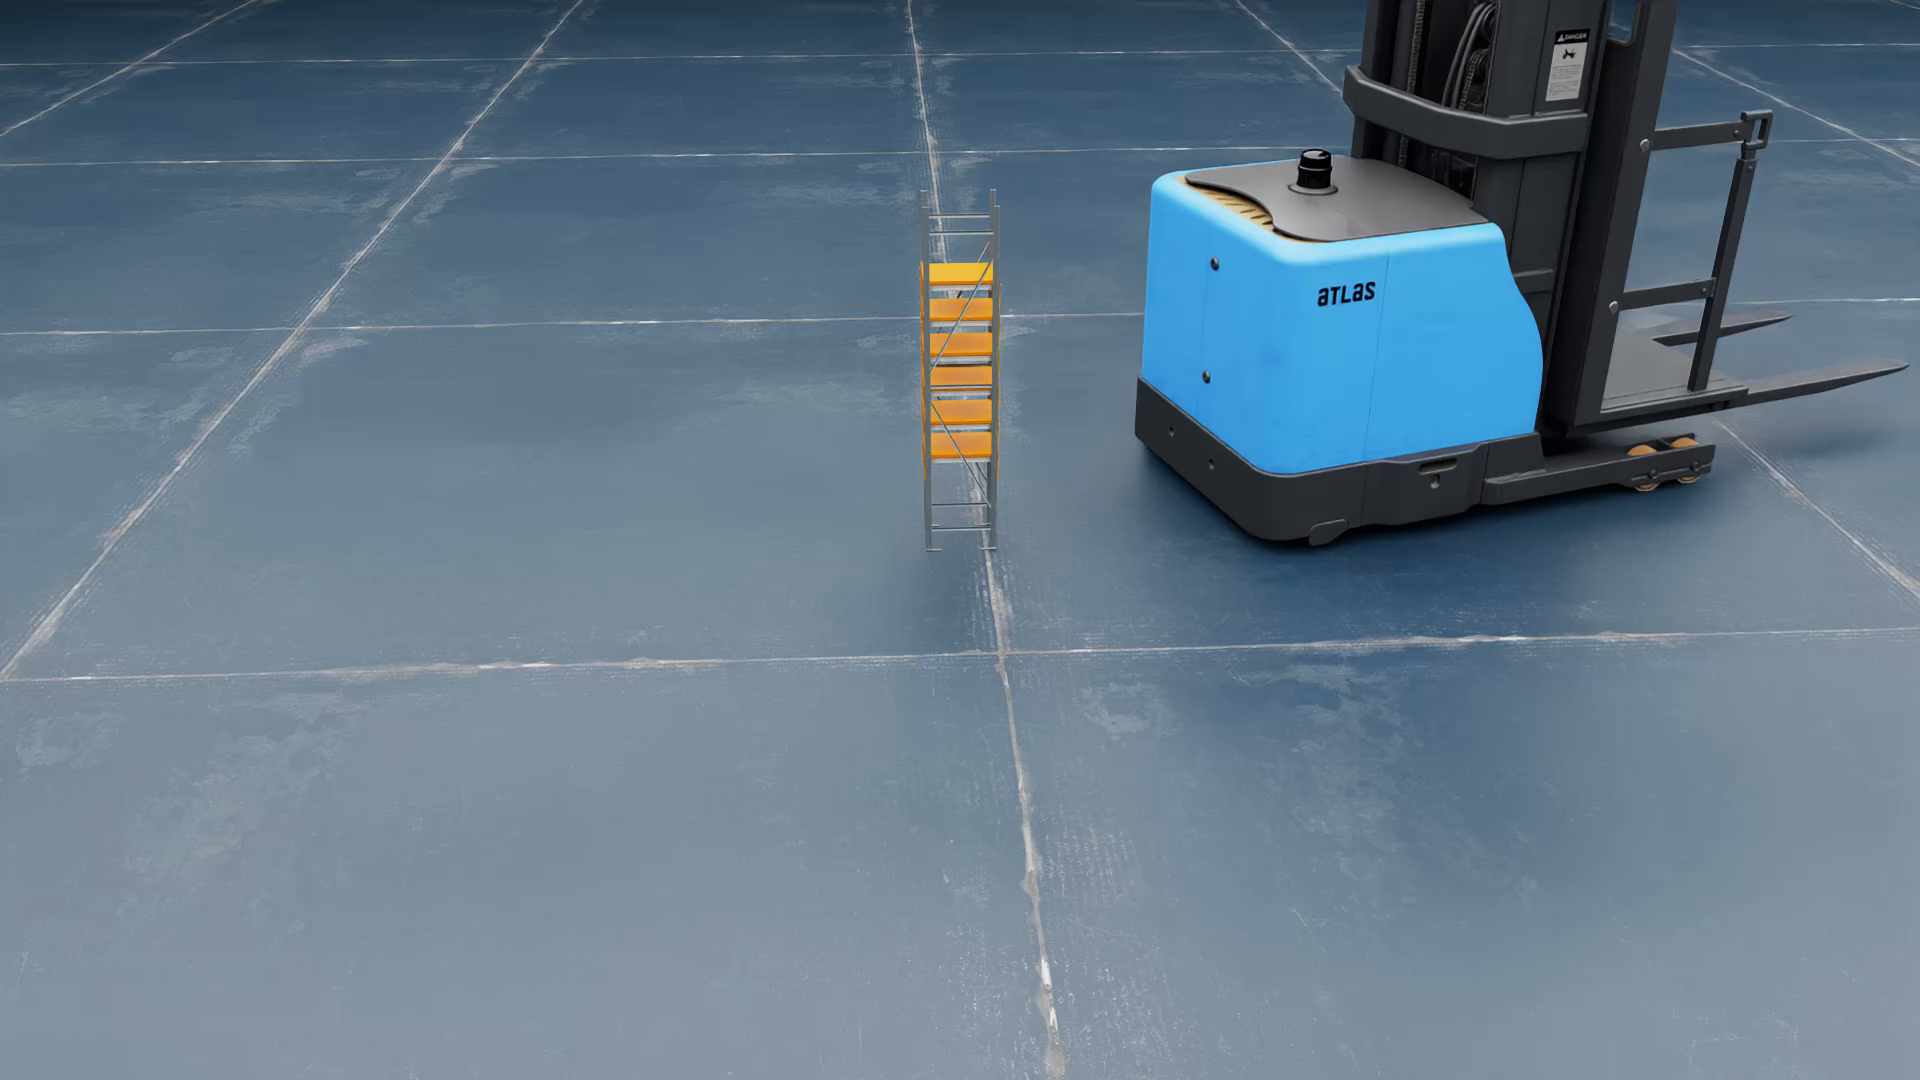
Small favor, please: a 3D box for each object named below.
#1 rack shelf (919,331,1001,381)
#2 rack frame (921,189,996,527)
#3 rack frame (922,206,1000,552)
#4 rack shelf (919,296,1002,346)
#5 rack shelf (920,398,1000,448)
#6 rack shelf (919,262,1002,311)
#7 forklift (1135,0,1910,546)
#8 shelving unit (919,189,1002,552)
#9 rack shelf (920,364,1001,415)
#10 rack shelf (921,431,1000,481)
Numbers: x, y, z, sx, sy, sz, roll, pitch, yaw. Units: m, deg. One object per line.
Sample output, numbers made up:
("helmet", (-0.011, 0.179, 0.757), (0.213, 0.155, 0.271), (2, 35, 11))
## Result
("rack shelf", (-0.001, -0.606, 5.450), (0.258, 0.103, 0.180), (-1, 28, -3))
("rack frame", (-0.006, -0.581, 5.566), (0.240, 1.200, 0.006), (-1, 28, -3))
("rack frame", (0.004, -0.496, 5.404), (0.240, 1.200, 0.006), (-1, 28, -3))
("rack shelf", (-0.001, -0.712, 5.395), (0.258, 0.103, 0.180), (-1, 28, -3))
("rack shelf", (-0.001, -0.393, 5.561), (0.258, 0.103, 0.180), (-1, 28, -3))
("rack shelf", (-0.001, -0.818, 5.339), (0.258, 0.103, 0.180), (-1, 28, -3))
("forklift", (2.241, -1.694, 5.828), (3.031, 2.935, 1.130), (-10, 29, -18))
("shelving unit", (-0.001, -0.539, 5.485), (0.258, 1.200, 0.189), (-1, 28, -3))
("rack shelf", (-0.001, -0.499, 5.506), (0.258, 0.103, 0.180), (-1, 28, -3))
("rack shelf", (-0.001, -0.286, 5.617), (0.258, 0.103, 0.180), (-1, 28, -3))
